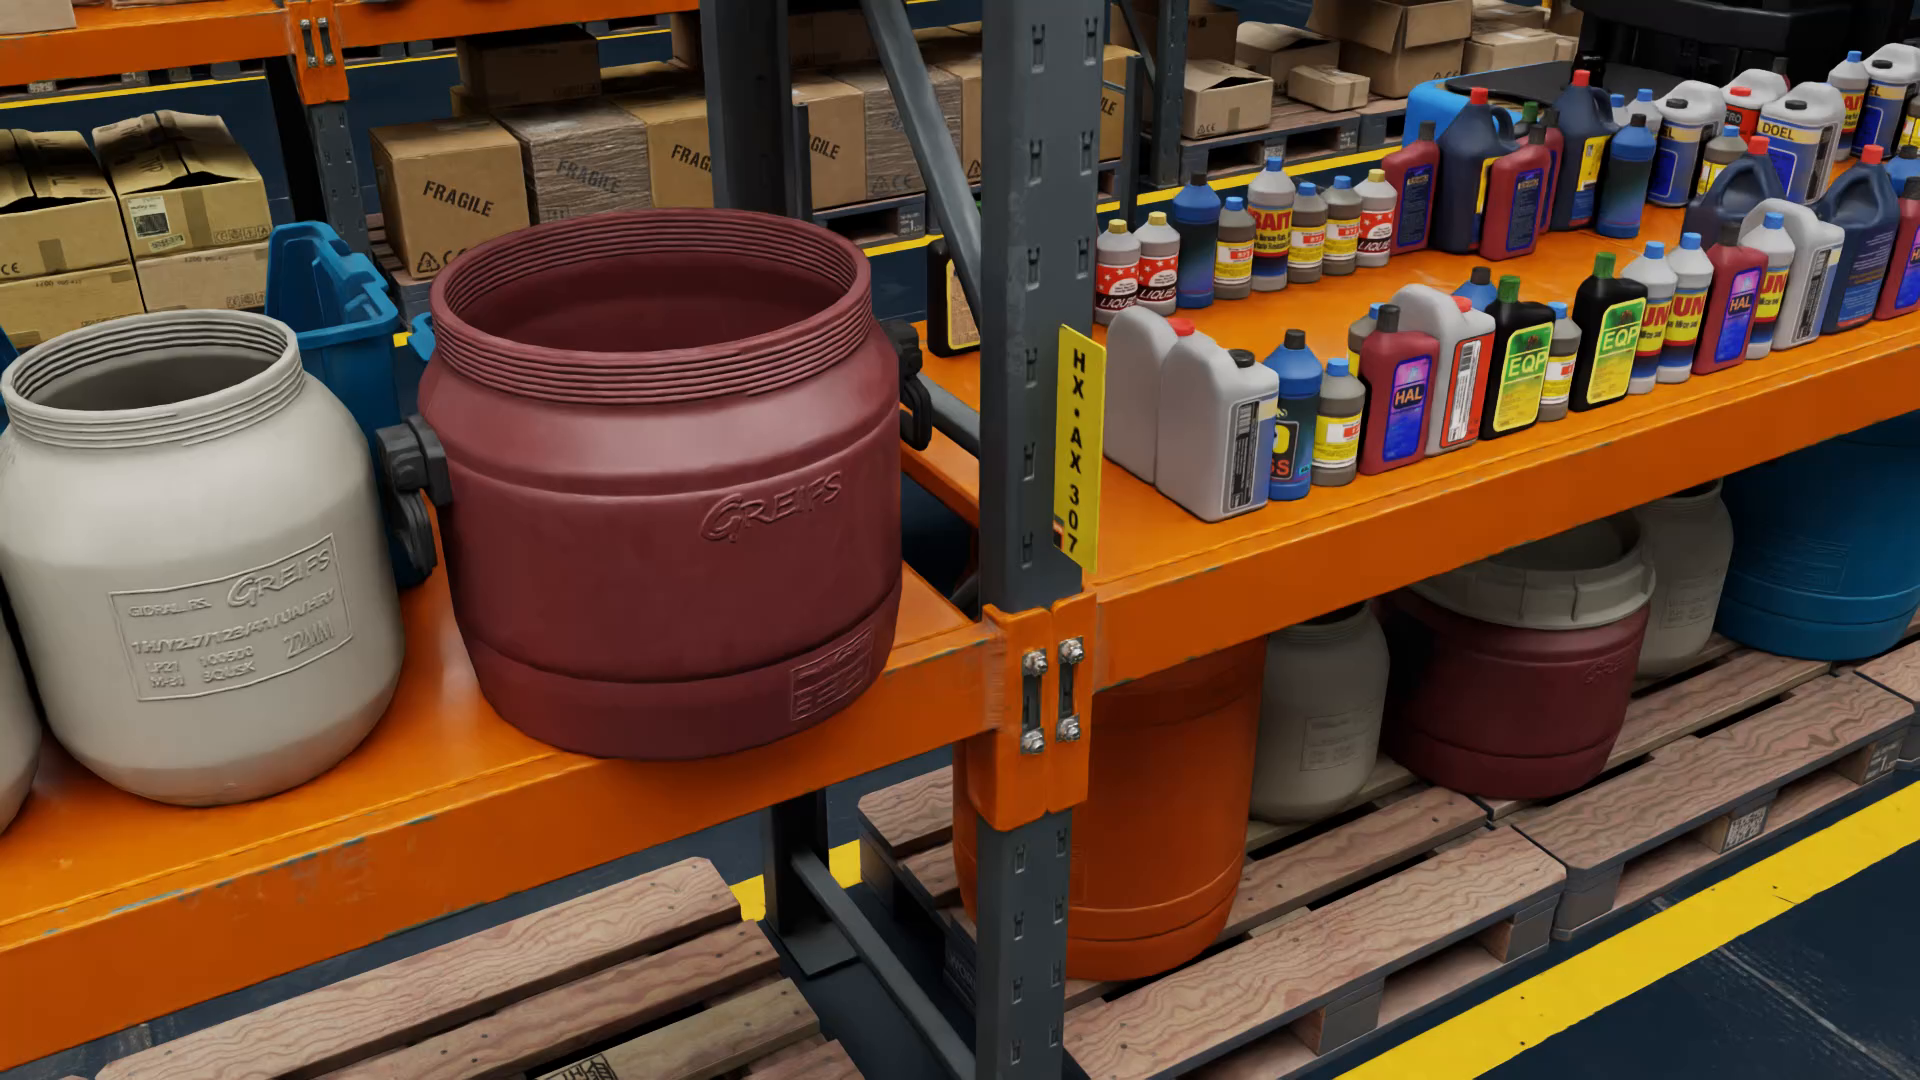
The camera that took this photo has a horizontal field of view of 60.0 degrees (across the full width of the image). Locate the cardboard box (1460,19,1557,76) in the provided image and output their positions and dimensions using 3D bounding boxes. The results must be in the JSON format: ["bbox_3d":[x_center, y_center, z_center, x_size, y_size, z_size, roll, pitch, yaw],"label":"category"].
[{"bbox_3d":[3.084,-2.828,9.660,0.500,0.250,0.500,-16,33,-26],"label":"cardboard box"}]

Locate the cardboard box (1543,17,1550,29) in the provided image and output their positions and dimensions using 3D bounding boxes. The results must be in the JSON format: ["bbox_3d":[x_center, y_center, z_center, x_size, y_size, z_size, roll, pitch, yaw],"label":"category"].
[{"bbox_3d":[3.511,-3.227,10.469,0.250,0.166,0.380,-16,33,-26],"label":"cardboard box"}]

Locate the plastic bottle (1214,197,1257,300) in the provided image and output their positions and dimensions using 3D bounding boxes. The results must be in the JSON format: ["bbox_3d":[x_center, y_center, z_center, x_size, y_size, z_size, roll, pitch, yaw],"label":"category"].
[{"bbox_3d":[0.563,-0.611,3.458,0.097,0.201,0.097,0,29,0],"label":"plastic bottle"}]

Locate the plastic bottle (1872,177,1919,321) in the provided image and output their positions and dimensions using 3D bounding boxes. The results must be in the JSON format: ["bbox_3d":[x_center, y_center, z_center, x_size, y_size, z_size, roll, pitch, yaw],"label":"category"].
[{"bbox_3d":[1.901,-0.591,3.337,0.133,0.283,0.061,-16,33,-26],"label":"plastic bottle"}]

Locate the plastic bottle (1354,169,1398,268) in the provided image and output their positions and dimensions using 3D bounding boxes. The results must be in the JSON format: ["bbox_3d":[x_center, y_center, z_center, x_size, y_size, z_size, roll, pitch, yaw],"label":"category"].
[{"bbox_3d":[0.899,-0.706,3.630,0.097,0.201,0.097,0,29,0],"label":"plastic bottle"}]

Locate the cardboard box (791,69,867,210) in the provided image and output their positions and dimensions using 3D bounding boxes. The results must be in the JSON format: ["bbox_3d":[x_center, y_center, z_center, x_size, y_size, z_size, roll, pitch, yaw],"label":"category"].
[{"bbox_3d":[-0.767,-1.808,7.554,0.500,0.500,0.500,-17,33,-28],"label":"cardboard box"}]

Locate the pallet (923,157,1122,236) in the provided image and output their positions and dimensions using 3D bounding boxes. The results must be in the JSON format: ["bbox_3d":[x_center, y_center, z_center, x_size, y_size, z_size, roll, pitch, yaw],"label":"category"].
[{"bbox_3d":[0.131,-1.880,8.438,1.213,0.211,1.003,-16,33,-26],"label":"pallet"}]

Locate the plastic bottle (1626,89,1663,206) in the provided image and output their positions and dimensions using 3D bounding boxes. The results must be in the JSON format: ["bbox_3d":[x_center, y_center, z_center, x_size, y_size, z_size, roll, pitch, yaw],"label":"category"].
[{"bbox_3d":[1.615,-0.940,3.982,0.097,0.271,0.097,0,29,0],"label":"plastic bottle"}]

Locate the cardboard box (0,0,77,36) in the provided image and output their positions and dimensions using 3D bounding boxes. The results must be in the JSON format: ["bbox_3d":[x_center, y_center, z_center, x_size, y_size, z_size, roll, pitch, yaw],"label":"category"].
[{"bbox_3d":[-3.271,-1.891,5.833,0.250,0.149,0.380,-16,33,-26],"label":"cardboard box"}]

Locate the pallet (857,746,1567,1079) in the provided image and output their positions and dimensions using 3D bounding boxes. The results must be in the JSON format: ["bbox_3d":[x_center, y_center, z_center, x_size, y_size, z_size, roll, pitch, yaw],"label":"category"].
[{"bbox_3d":[0.529,0.738,3.694,1.213,0.211,1.003,-16,33,-26],"label":"pallet"}]

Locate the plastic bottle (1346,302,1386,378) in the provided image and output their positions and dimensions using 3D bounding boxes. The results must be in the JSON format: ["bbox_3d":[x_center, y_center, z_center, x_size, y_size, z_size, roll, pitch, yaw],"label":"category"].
[{"bbox_3d":[0.727,-0.317,2.926,0.097,0.201,0.097,0,29,0],"label":"plastic bottle"}]

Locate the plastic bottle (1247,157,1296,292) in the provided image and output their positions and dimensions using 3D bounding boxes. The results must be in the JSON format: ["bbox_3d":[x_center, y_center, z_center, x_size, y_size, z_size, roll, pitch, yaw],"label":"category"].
[{"bbox_3d":[0.647,-0.665,3.484,0.097,0.271,0.097,0,29,0],"label":"plastic bottle"}]

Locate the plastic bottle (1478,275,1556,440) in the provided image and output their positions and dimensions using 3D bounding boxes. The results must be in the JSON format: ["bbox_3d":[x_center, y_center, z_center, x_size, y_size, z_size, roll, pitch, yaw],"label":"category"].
[{"bbox_3d":[0.945,-0.319,2.845,0.133,0.283,0.061,-16,33,-26],"label":"plastic bottle"}]

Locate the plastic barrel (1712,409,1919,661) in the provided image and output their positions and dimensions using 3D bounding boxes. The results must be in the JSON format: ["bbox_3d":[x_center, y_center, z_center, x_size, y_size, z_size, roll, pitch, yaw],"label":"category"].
[{"bbox_3d":[2.231,-0.217,4.276,0.708,0.901,0.600,-16,33,-26],"label":"plastic barrel"}]

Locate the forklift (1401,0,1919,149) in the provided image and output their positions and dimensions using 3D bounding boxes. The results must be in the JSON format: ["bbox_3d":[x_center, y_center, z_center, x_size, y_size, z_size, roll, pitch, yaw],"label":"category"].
[{"bbox_3d":[3.151,-2.155,6.121,3.031,2.935,1.130,-15,32,-26],"label":"forklift"}]

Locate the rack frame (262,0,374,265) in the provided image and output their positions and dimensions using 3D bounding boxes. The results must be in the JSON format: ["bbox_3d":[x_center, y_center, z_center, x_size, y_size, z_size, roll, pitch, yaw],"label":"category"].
[{"bbox_3d":[-2.635,-2.337,6.380,0.127,3.000,1.000,-16,33,-26],"label":"rack frame"}]

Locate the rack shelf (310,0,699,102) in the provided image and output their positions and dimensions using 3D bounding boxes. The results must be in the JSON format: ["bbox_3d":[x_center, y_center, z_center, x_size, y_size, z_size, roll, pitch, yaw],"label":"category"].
[{"bbox_3d":[-0.911,-2.511,7.440,4.000,0.370,1.077,-16,33,-26],"label":"rack shelf"}]

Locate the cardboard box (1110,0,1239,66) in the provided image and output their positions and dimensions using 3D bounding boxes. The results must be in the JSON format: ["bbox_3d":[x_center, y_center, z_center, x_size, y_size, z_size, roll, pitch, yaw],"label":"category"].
[{"bbox_3d":[1.161,-2.672,9.118,0.500,0.500,0.500,-16,33,-26],"label":"cardboard box"}]

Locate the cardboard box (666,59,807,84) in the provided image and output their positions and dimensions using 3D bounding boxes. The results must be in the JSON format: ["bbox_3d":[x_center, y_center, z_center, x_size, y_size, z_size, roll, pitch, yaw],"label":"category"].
[{"bbox_3d":[-1.052,-2.019,7.936,0.500,0.500,0.500,-17,33,-28],"label":"cardboard box"}]

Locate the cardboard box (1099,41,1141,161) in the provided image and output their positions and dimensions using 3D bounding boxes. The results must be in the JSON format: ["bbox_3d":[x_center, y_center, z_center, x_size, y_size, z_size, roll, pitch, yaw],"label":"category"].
[{"bbox_3d":[0.533,-2.174,8.216,0.500,0.500,0.500,-16,33,-27],"label":"cardboard box"}]

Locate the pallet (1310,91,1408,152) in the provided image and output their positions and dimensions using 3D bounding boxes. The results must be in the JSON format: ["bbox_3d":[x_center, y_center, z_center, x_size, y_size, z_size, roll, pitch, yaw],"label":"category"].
[{"bbox_3d":[2.459,-2.563,9.676,1.213,0.211,1.003,-16,33,-26],"label":"pallet"}]

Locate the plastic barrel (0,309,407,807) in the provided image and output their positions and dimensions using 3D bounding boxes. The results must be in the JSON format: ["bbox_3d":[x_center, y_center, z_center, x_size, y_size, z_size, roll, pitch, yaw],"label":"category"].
[{"bbox_3d":[-0.908,0.020,1.994,0.421,0.512,0.421,0,29,0],"label":"plastic barrel"}]

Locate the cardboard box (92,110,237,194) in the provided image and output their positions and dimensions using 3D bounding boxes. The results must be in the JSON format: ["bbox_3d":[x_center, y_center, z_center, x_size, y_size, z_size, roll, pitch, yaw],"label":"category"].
[{"bbox_3d":[-3.236,-1.556,6.796,0.500,0.311,0.500,-15,32,-25],"label":"cardboard box"}]

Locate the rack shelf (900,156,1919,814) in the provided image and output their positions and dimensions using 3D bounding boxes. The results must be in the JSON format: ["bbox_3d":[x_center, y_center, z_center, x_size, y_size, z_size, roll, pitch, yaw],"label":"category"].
[{"bbox_3d":[1.595,-0.447,3.700,4.000,0.370,1.077,-16,33,-26],"label":"rack shelf"}]

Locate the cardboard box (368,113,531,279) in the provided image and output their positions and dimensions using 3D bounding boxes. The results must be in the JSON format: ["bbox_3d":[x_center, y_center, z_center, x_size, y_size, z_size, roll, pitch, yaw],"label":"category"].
[{"bbox_3d":[-2.098,-1.427,6.863,0.500,0.500,0.500,-14,32,-24],"label":"cardboard box"}]

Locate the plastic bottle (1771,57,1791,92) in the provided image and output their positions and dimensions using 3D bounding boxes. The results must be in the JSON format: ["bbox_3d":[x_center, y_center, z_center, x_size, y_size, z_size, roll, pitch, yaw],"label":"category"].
[{"bbox_3d":[2.021,-1.071,4.207,0.133,0.283,0.061,-16,33,-26],"label":"plastic bottle"}]

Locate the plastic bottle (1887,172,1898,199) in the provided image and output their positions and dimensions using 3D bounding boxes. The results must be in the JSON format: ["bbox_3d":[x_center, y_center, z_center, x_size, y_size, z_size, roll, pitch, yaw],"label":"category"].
[{"bbox_3d":[1.846,-0.614,3.392,0.097,0.271,0.097,0,29,0],"label":"plastic bottle"}]

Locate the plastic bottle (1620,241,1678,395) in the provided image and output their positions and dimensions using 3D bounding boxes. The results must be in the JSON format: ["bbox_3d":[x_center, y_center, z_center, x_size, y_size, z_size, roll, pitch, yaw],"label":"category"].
[{"bbox_3d":[1.234,-0.407,3.015,0.097,0.271,0.097,0,29,0],"label":"plastic bottle"}]

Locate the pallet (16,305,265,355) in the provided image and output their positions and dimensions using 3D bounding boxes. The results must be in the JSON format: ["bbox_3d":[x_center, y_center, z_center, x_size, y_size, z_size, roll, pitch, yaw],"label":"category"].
[{"bbox_3d":[-3.365,-0.930,6.718,1.213,0.211,1.003,-16,33,-26],"label":"pallet"}]

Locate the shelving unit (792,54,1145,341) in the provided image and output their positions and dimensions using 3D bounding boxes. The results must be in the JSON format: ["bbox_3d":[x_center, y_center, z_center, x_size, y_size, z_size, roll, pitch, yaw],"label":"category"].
[{"bbox_3d":[-0.066,-0.638,4.854,1.083,1.500,0.587,-16,33,-26],"label":"shelving unit"}]

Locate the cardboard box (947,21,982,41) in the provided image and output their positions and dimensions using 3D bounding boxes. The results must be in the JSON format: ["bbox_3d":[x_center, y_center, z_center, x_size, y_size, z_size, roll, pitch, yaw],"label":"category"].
[{"bbox_3d":[0.273,-2.397,8.621,0.500,0.500,0.500,-17,33,-29],"label":"cardboard box"}]

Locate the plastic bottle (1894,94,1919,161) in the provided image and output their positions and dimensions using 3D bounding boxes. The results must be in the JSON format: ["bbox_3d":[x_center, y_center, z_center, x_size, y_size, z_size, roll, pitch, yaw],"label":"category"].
[{"bbox_3d":[2.491,-1.073,4.295,0.097,0.201,0.097,0,29,0],"label":"plastic bottle"}]

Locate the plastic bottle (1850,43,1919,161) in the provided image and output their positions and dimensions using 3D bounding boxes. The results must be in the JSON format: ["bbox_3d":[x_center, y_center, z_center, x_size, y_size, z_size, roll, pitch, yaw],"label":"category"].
[{"bbox_3d":[2.412,-1.153,4.363,0.135,0.276,0.152,-16,33,-26],"label":"plastic bottle"}]

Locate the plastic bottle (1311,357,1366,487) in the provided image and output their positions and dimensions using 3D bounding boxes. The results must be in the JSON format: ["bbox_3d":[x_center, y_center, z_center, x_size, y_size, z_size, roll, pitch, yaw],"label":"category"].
[{"bbox_3d":[0.605,-0.197,2.709,0.097,0.201,0.097,0,29,0],"label":"plastic bottle"}]

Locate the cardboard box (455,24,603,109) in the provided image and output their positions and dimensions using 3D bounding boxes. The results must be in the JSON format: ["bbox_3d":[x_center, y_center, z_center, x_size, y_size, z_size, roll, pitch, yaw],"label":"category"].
[{"bbox_3d":[-1.902,-2.105,7.316,0.500,0.250,0.500,-15,32,-24],"label":"cardboard box"}]

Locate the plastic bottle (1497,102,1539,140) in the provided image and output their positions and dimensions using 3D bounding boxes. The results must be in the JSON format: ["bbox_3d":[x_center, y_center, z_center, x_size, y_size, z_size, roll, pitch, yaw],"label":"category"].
[{"bbox_3d":[1.263,-0.856,3.817,0.133,0.283,0.061,-16,33,-26],"label":"plastic bottle"}]

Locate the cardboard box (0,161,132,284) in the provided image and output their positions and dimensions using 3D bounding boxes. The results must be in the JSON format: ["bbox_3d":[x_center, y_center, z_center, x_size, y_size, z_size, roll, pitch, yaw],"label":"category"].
[{"bbox_3d":[-3.407,-1.201,6.153,0.500,0.311,0.500,-16,33,-27],"label":"cardboard box"}]

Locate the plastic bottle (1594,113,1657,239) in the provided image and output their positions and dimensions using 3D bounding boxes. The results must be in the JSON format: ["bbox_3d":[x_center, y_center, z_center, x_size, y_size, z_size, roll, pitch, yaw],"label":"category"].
[{"bbox_3d":[1.520,-0.832,3.787,0.097,0.271,0.097,0,29,0],"label":"plastic bottle"}]

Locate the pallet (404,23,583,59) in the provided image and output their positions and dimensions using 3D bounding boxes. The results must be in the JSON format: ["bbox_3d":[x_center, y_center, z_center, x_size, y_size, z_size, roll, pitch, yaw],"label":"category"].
[{"bbox_3d":[-3.380,-3.637,11.621,1.213,0.211,1.003,-16,33,-26],"label":"pallet"}]

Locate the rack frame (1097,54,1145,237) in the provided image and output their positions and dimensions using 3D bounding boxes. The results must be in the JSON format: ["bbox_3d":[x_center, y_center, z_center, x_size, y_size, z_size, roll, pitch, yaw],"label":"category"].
[{"bbox_3d":[0.365,-0.760,5.075,0.032,1.500,0.500,-16,33,-26],"label":"rack frame"}]

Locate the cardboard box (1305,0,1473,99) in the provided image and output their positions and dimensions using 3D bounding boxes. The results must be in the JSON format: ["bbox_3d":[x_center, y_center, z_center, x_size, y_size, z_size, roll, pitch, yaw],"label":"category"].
[{"bbox_3d":[2.430,-2.877,9.488,0.637,0.503,0.797,-16,33,-26],"label":"cardboard box"}]

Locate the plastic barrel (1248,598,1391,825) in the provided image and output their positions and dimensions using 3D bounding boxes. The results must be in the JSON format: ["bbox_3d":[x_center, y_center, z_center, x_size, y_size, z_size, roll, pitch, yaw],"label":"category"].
[{"bbox_3d":[0.726,0.331,3.686,0.421,0.512,0.421,0,29,0],"label":"plastic barrel"}]

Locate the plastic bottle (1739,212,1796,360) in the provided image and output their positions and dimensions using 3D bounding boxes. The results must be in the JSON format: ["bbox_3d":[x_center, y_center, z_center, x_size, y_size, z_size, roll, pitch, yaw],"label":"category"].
[{"bbox_3d":[1.517,-0.487,3.161,0.097,0.271,0.097,0,29,0],"label":"plastic bottle"}]

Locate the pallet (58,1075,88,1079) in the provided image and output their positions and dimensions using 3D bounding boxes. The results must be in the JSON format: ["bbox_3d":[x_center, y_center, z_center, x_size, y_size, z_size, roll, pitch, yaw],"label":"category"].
[{"bbox_3d":[-1.867,1.419,2.461,1.213,0.211,1.003,-16,33,-26],"label":"pallet"}]

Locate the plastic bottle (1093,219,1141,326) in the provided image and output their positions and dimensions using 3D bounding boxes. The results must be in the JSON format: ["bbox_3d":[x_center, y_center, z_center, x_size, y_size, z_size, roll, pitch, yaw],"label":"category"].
[{"bbox_3d":[0.311,-0.539,3.328,0.097,0.201,0.097,0,29,0],"label":"plastic bottle"}]
